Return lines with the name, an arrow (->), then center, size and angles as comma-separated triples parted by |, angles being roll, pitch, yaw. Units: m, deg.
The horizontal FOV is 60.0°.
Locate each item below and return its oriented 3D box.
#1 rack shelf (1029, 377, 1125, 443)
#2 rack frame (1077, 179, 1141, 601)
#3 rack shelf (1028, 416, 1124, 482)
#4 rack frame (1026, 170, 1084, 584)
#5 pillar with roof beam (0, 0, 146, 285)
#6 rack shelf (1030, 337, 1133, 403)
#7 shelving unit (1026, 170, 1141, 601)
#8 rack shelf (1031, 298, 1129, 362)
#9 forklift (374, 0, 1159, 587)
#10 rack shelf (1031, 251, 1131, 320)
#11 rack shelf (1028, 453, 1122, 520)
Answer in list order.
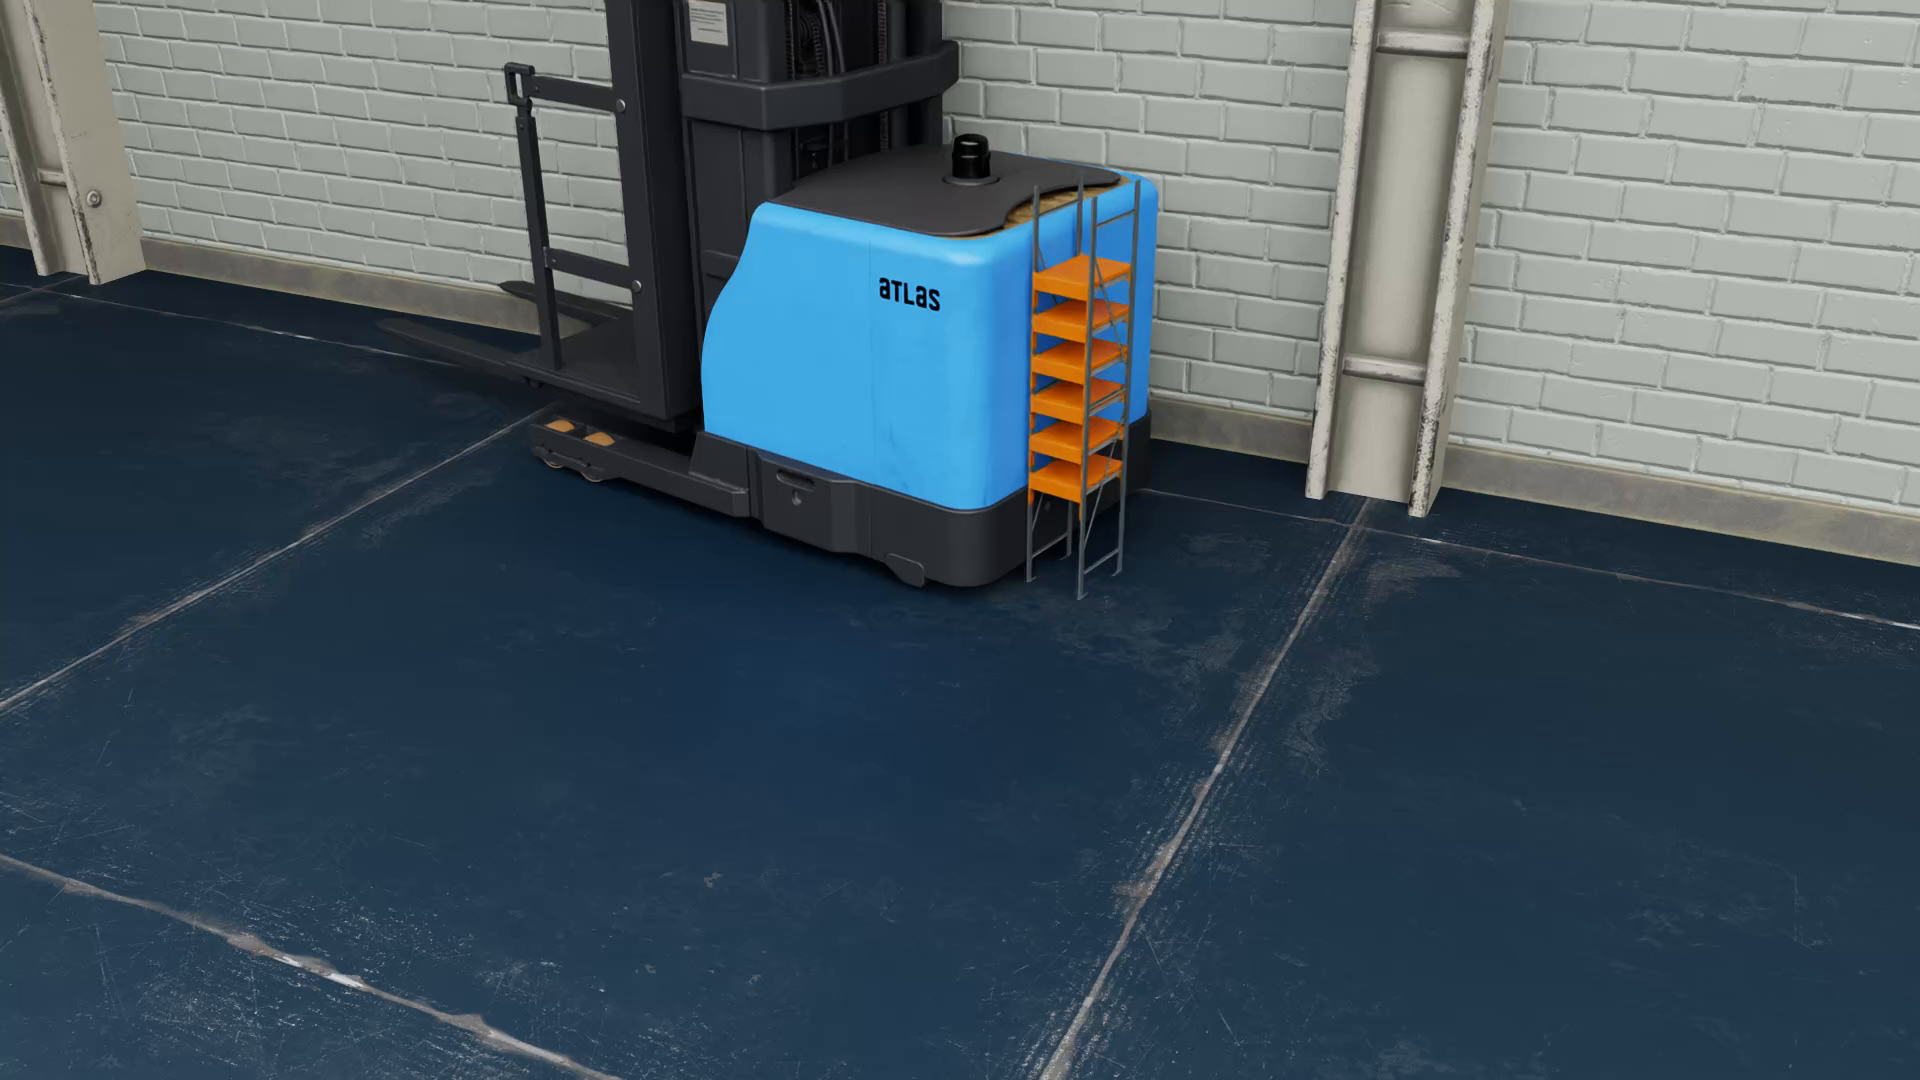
rack shelf -> 0.345, -0.385, 4.775 | 0.180, 0.103, 0.258 | 18, 31, 32
rack frame -> 0.419, -0.401, 4.707 | 0.006, 1.200, 0.240 | 18, 31, 32
rack shelf -> 0.345, -0.278, 4.828 | 0.180, 0.103, 0.258 | 18, 31, 32
rack frame -> 0.271, -0.449, 4.804 | 0.006, 1.200, 0.240 | 18, 31, 32
pillar with roof beam -> -5.851, -3.573, 2.320 | 0.400, 9.000, 9.100 | 11, 28, 22
rack shelf -> 0.345, -0.493, 4.722 | 0.180, 0.103, 0.258 | 18, 31, 32
shelving unit -> 0.345, -0.425, 4.755 | 0.189, 1.200, 0.258 | 18, 31, 32
rack shelf -> 0.345, -0.601, 4.669 | 0.180, 0.103, 0.258 | 18, 31, 32
forklift -> -0.864, -1.679, 5.342 | 3.031, 2.935, 1.130 | 18, 31, 32
rack shelf -> 0.345, -0.708, 4.616 | 0.180, 0.103, 0.258 | 18, 31, 32
rack shelf -> 0.345, -0.170, 4.881 | 0.180, 0.103, 0.258 | 18, 31, 32
